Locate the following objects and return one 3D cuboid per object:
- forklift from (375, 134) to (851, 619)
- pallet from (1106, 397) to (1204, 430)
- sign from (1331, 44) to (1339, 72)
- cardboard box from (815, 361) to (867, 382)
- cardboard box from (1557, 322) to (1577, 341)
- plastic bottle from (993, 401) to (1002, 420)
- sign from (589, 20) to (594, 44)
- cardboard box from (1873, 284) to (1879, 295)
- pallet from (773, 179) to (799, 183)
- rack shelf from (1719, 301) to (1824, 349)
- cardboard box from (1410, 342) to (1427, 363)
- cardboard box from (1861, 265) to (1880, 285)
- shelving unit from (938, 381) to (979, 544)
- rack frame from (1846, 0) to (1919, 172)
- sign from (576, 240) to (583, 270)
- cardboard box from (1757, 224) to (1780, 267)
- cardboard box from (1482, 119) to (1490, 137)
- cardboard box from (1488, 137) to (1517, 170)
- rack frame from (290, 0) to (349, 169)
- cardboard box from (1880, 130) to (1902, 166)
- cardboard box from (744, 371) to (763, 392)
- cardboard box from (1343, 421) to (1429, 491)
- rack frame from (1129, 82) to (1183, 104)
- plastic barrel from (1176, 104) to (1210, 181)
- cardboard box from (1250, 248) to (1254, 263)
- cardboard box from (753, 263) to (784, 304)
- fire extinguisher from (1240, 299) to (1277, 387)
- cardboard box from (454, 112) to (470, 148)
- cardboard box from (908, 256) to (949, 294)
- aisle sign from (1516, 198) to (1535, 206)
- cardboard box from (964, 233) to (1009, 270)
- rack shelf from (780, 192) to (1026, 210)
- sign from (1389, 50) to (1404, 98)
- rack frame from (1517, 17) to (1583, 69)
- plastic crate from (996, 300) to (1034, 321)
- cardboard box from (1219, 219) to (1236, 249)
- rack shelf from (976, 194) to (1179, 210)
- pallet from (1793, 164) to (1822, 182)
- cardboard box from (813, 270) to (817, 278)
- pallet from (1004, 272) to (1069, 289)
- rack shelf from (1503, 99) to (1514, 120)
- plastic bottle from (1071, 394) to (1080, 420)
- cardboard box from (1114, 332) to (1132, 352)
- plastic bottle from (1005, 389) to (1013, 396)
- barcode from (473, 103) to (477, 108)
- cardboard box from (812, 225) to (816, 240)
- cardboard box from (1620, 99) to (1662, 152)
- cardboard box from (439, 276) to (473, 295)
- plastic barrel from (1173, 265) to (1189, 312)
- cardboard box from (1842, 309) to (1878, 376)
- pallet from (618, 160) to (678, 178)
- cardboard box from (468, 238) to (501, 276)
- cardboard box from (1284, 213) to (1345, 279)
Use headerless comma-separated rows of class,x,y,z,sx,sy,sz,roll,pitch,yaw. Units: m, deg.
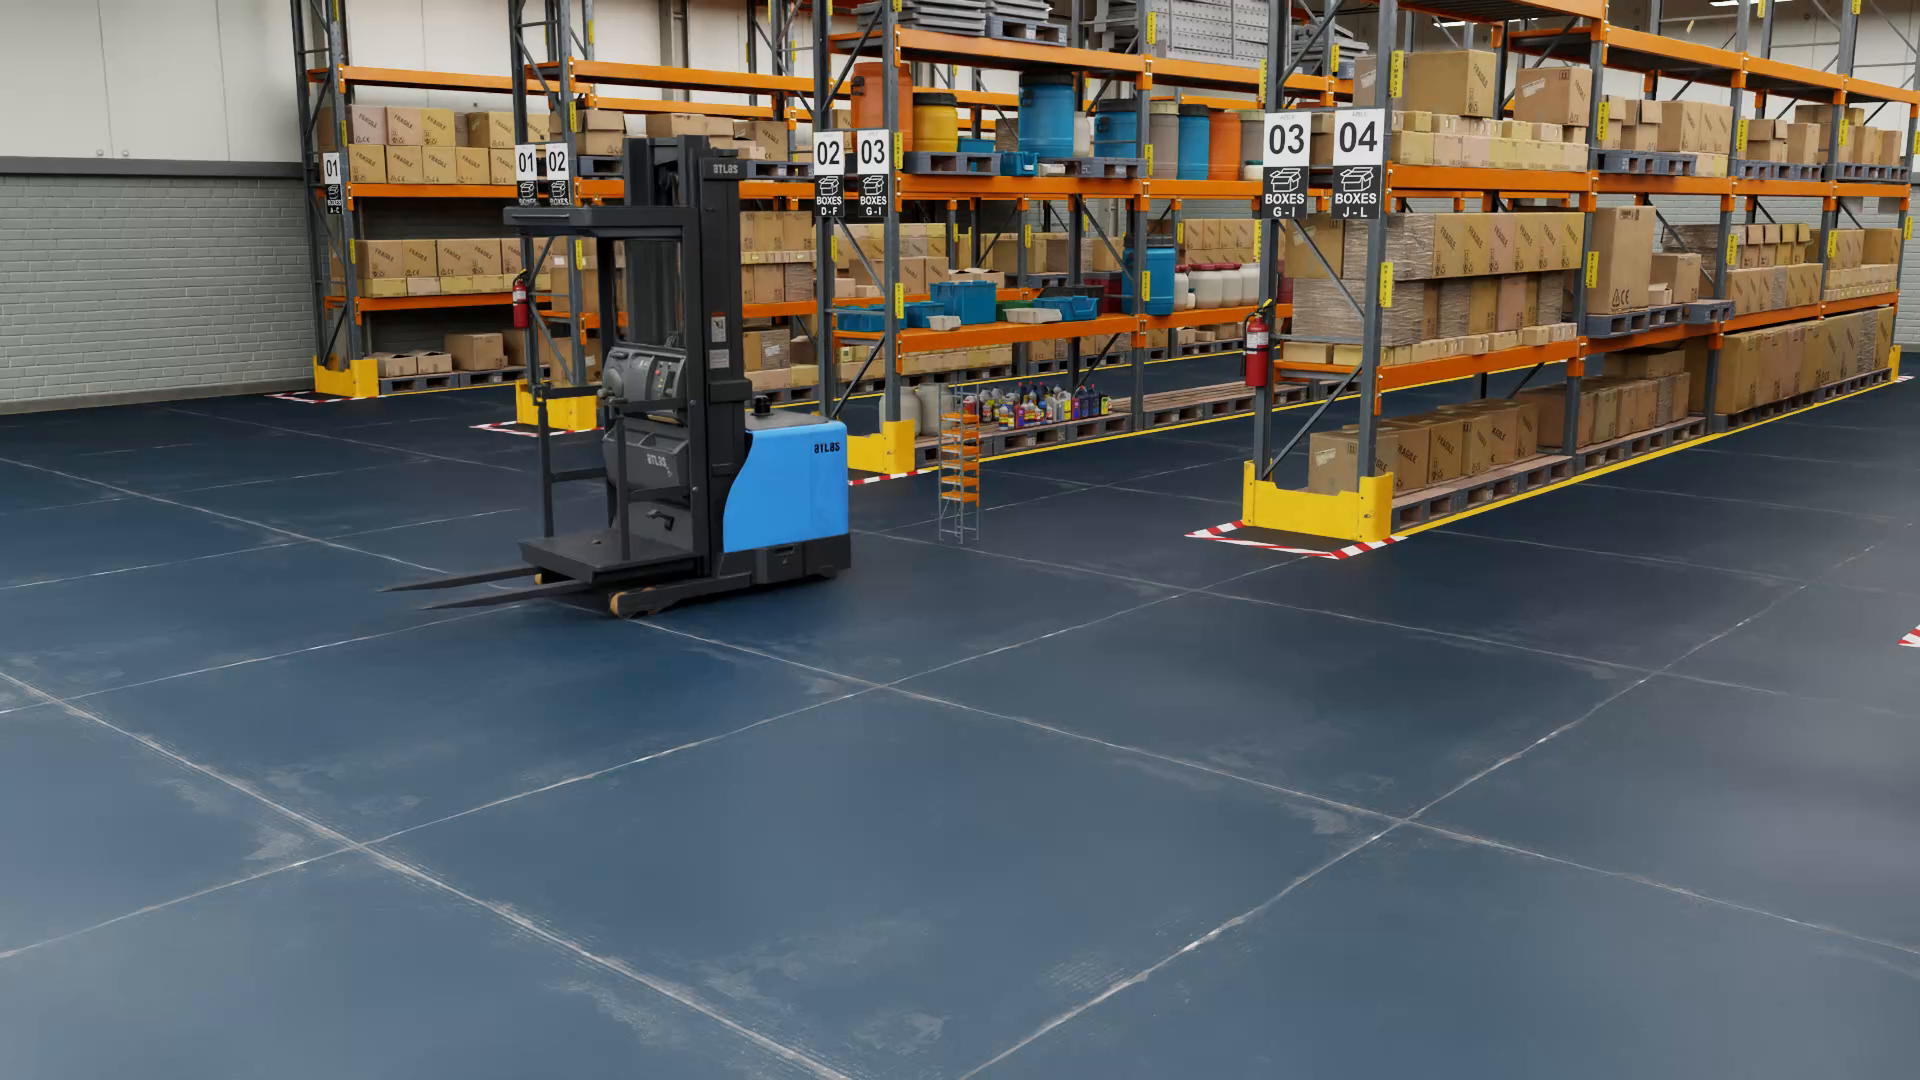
forklift,-2.191,-1.066,10.565,3.031,2.935,1.130,-10,15,-40
pallet,2.151,-1.518,19.771,1.003,0.211,1.213,10,15,40
sign,4.720,-6.067,20.933,0.100,0.325,0.005,10,15,40
cardboard box,-1.604,-2.290,22.468,0.500,0.250,0.500,9,15,39
cardboard box,5.461,-1.931,15.364,0.380,0.149,0.250,10,15,40
plastic bottle,0.409,-1.416,18.164,0.097,0.201,0.097,0,11,0
sign,-5.385,-7.411,24.255,0.100,0.325,0.005,10,15,40
cardboard box,12.643,-3.521,23.323,0.380,0.149,0.250,9,15,39
pallet,-2.754,-6.114,28.487,1.213,0.211,1.003,11,16,43
rack shelf,9.343,-2.654,20.178,1.077,0.370,4.000,10,15,40
cardboard box,3.465,-1.493,13.168,0.380,0.149,0.250,10,15,40
cardboard box,12.512,-3.707,23.236,0.500,0.250,0.500,9,14,38
shelving unit,-0.010,-0.586,12.583,0.258,1.200,0.189,10,15,40
rack frame,13.304,-6.832,23.939,1.000,3.000,0.127,10,15,40
sign,-4.284,-3.208,18.700,0.100,0.325,0.005,10,15,40
cardboard box,9.388,-3.554,20.031,0.797,0.503,0.637,10,15,42
cardboard box,4.111,-3.369,13.626,0.380,0.149,0.250,10,15,40
cardboard box,4.260,-3.197,13.783,0.500,0.250,0.500,10,15,42
rack frame,-8.420,-6.399,21.773,1.000,3.000,0.127,10,15,40
cardboard box,13.001,-5.581,23.755,0.700,0.500,0.500,9,14,37
cardboard box,-2.855,-2.019,21.108,0.500,0.250,0.500,10,15,40
cardboard box,3.536,-0.698,13.857,0.500,0.500,0.500,-7,13,-33
rack frame,3.224,-7.524,27.408,1.000,3.000,0.127,10,15,40
plastic barrel,2.698,-4.777,20.030,0.600,0.901,0.708,10,15,40
cardboard box,5.100,-4.969,29.678,0.500,0.500,0.500,10,15,41
cardboard box,-2.688,-3.310,21.370,0.700,0.500,0.500,10,15,40
fire extinguisher,2.320,-1.540,12.963,0.296,0.674,0.183,10,15,40
cardboard box,-7.301,-5.799,23.567,0.500,0.500,0.500,10,15,40
cardboard box,-0.511,-3.794,23.793,0.500,0.500,0.500,9,14,37
aisle sign,9.408,-5.854,27.724,0.394,0.787,0.004,10,15,40
cardboard box,0.357,-5.554,32.094,0.980,0.700,0.700,9,15,39
rack shelf,-0.736,-4.818,23.353,1.077,0.370,4.000,10,15,40
sign,3.150,-3.365,12.011,0.100,0.325,0.005,10,15,40
rack frame,9.583,-7.472,27.146,1.000,3.000,0.127,10,15,40
plastic crate,0.554,-2.497,18.097,0.450,0.188,0.662,10,15,40
cardboard box,4.427,-5.306,28.812,0.500,0.500,0.500,9,15,39
rack shelf,1.904,-5.406,26.299,1.077,0.370,4.000,10,15,40
pallet,10.095,-4.537,20.598,0.805,0.209,1.217,9,14,38
cardboard box,-2.575,-4.575,28.549,0.380,0.149,0.250,10,15,41
pallet,0.979,-4.009,25.613,1.213,0.211,1.003,10,15,40
rack shelf,8.263,-6.629,25.782,1.077,0.370,4.000,10,15,40
plastic bottle,1.250,-1.459,18.167,0.133,0.283,0.061,-11,16,-44
cardboard box,2.450,-3.317,26.921,0.500,0.500,0.500,10,15,41
plastic bottle,0.552,-1.536,18.557,0.061,0.283,0.133,11,15,43
barcode,-7.020,-6.299,24.081,0.001,0.075,0.075,10,15,40
cardboard box,-2.627,-5.244,28.328,0.500,0.250,0.500,10,15,42
cardboard box,6.388,-4.047,16.319,0.797,0.503,0.637,11,15,43
cardboard box,-7.187,-3.576,23.290,0.500,0.250,0.500,9,15,39
plastic barrel,2.458,-2.944,19.443,0.433,0.535,0.433,0,11,0
cardboard box,12.341,-2.815,23.501,0.875,0.875,0.875,10,15,40
pallet,-3.405,-4.526,20.278,1.003,0.211,1.213,10,15,40
cardboard box,-6.868,-4.016,23.579,0.500,0.500,0.500,10,15,42
cardboard box,2.919,-2.334,13.169,0.500,0.500,0.500,10,15,40
